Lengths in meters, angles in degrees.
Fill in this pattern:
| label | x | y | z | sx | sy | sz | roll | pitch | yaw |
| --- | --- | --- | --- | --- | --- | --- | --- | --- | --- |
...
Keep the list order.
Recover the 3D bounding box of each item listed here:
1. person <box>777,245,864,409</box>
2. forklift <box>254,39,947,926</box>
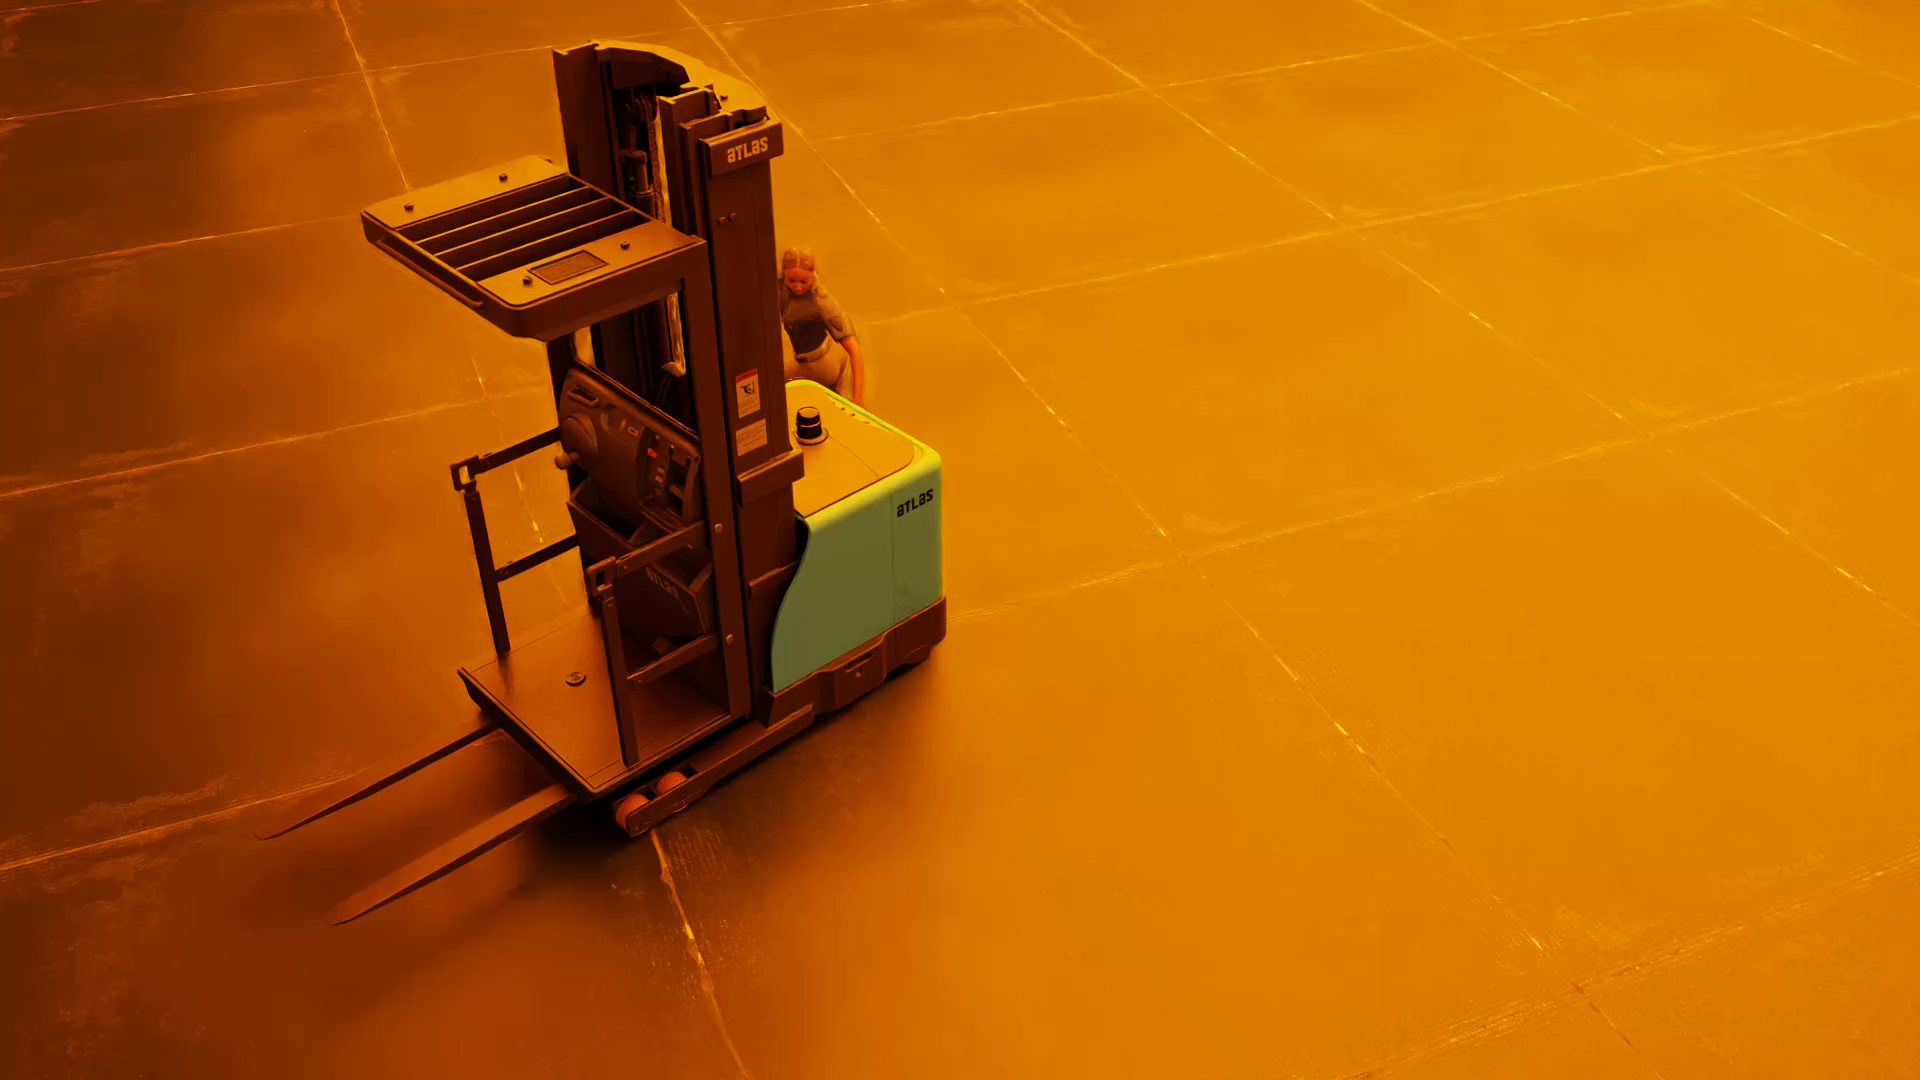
| label | x | y | z | sx | sy | sz | roll | pitch | yaw |
| --- | --- | --- | --- | --- | --- | --- | --- | --- | --- |
| person | -0.742 | -0.915 | 8.739 | 0.862 | 1.435 | 0.592 | 3 | 35 | 4 |
| forklift | -1.479 | -0.313 | 6.539 | 3.031 | 2.935 | 1.130 | -29 | 44 | -34 |
